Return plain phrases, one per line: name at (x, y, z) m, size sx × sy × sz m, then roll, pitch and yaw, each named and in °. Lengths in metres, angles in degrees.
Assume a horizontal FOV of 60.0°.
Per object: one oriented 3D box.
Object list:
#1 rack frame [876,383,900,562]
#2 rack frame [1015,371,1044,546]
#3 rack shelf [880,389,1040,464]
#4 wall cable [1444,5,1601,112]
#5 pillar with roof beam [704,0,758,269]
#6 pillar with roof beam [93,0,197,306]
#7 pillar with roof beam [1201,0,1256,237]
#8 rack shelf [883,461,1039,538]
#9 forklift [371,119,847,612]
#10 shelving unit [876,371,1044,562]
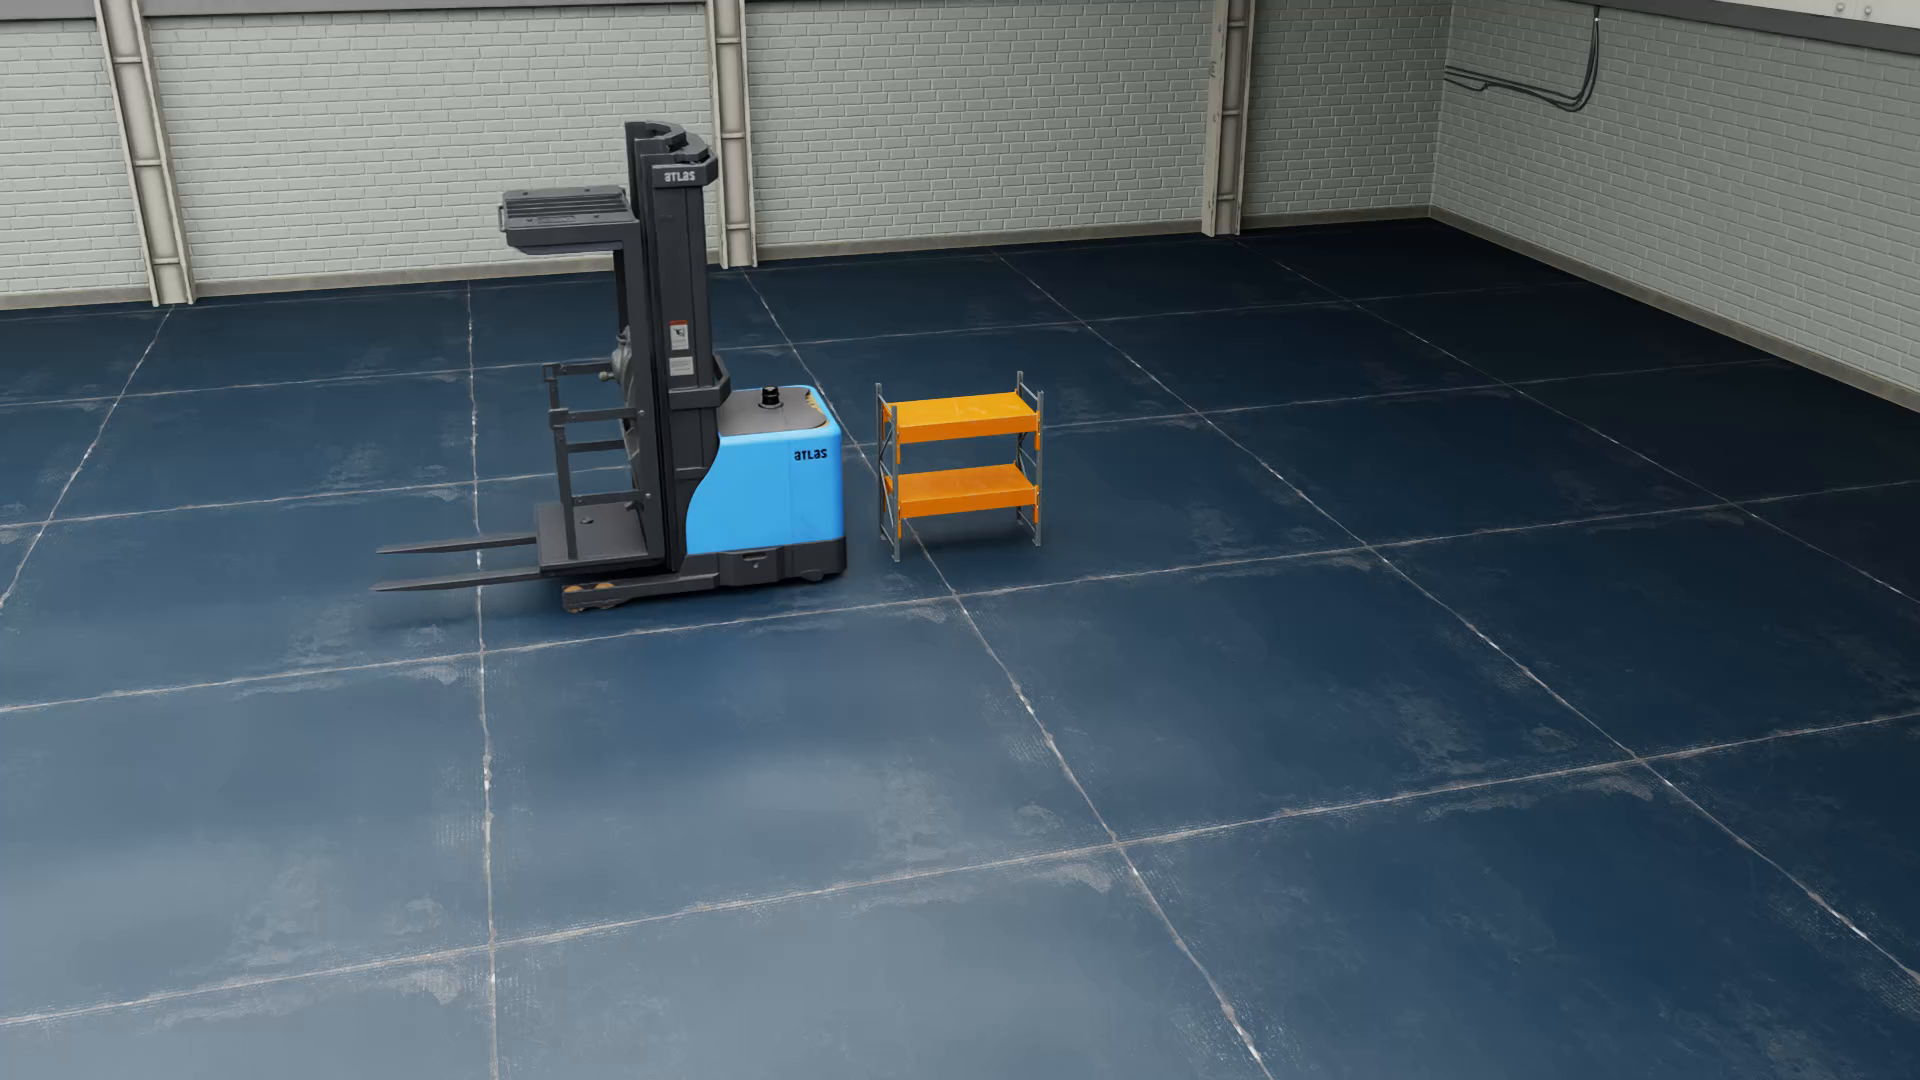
rack frame at (-0.496, -0.462, 11.400) m, size 0.032 × 1.125 × 0.500 m, roll -6°, pitch 24°, yaw -14°
rack frame at (0.483, -0.570, 11.653) m, size 0.032 × 1.125 × 0.500 m, roll -6°, pitch 24°, yaw -14°
rack shelf at (-0.007, -0.785, 11.411) m, size 1.000 × 0.278 × 0.538 m, roll -6°, pitch 24°, yaw -14°
wall cable at (6.422, -6.330, 19.028) m, size 0.112 × 2.526 × 3.097 m, roll -6°, pitch 24°, yaw -14°
pillar with roof beam at (-1.386, -5.672, 13.556) m, size 0.400 × 9.000 × 9.100 m, roll -6°, pitch 24°, yaw -14°
pillar with roof beam at (-7.163, -5.032, 12.066) m, size 0.400 × 9.000 × 9.100 m, roll -6°, pitch 24°, yaw -14°
pillar with roof beam at (4.391, -6.311, 15.045) m, size 0.400 × 9.000 × 9.100 m, roll -6°, pitch 24°, yaw -14°
rack shelf at (-0.007, -0.292, 11.623) m, size 1.000 × 0.278 × 0.538 m, roll -6°, pitch 24°, yaw -14°
forklift at (-2.332, -1.114, 10.628) m, size 3.031 × 2.935 × 1.130 m, roll -6°, pitch 24°, yaw -14°
shelving unit at (-0.007, -0.516, 11.527) m, size 1.048 × 1.125 × 0.538 m, roll -6°, pitch 24°, yaw -14°
